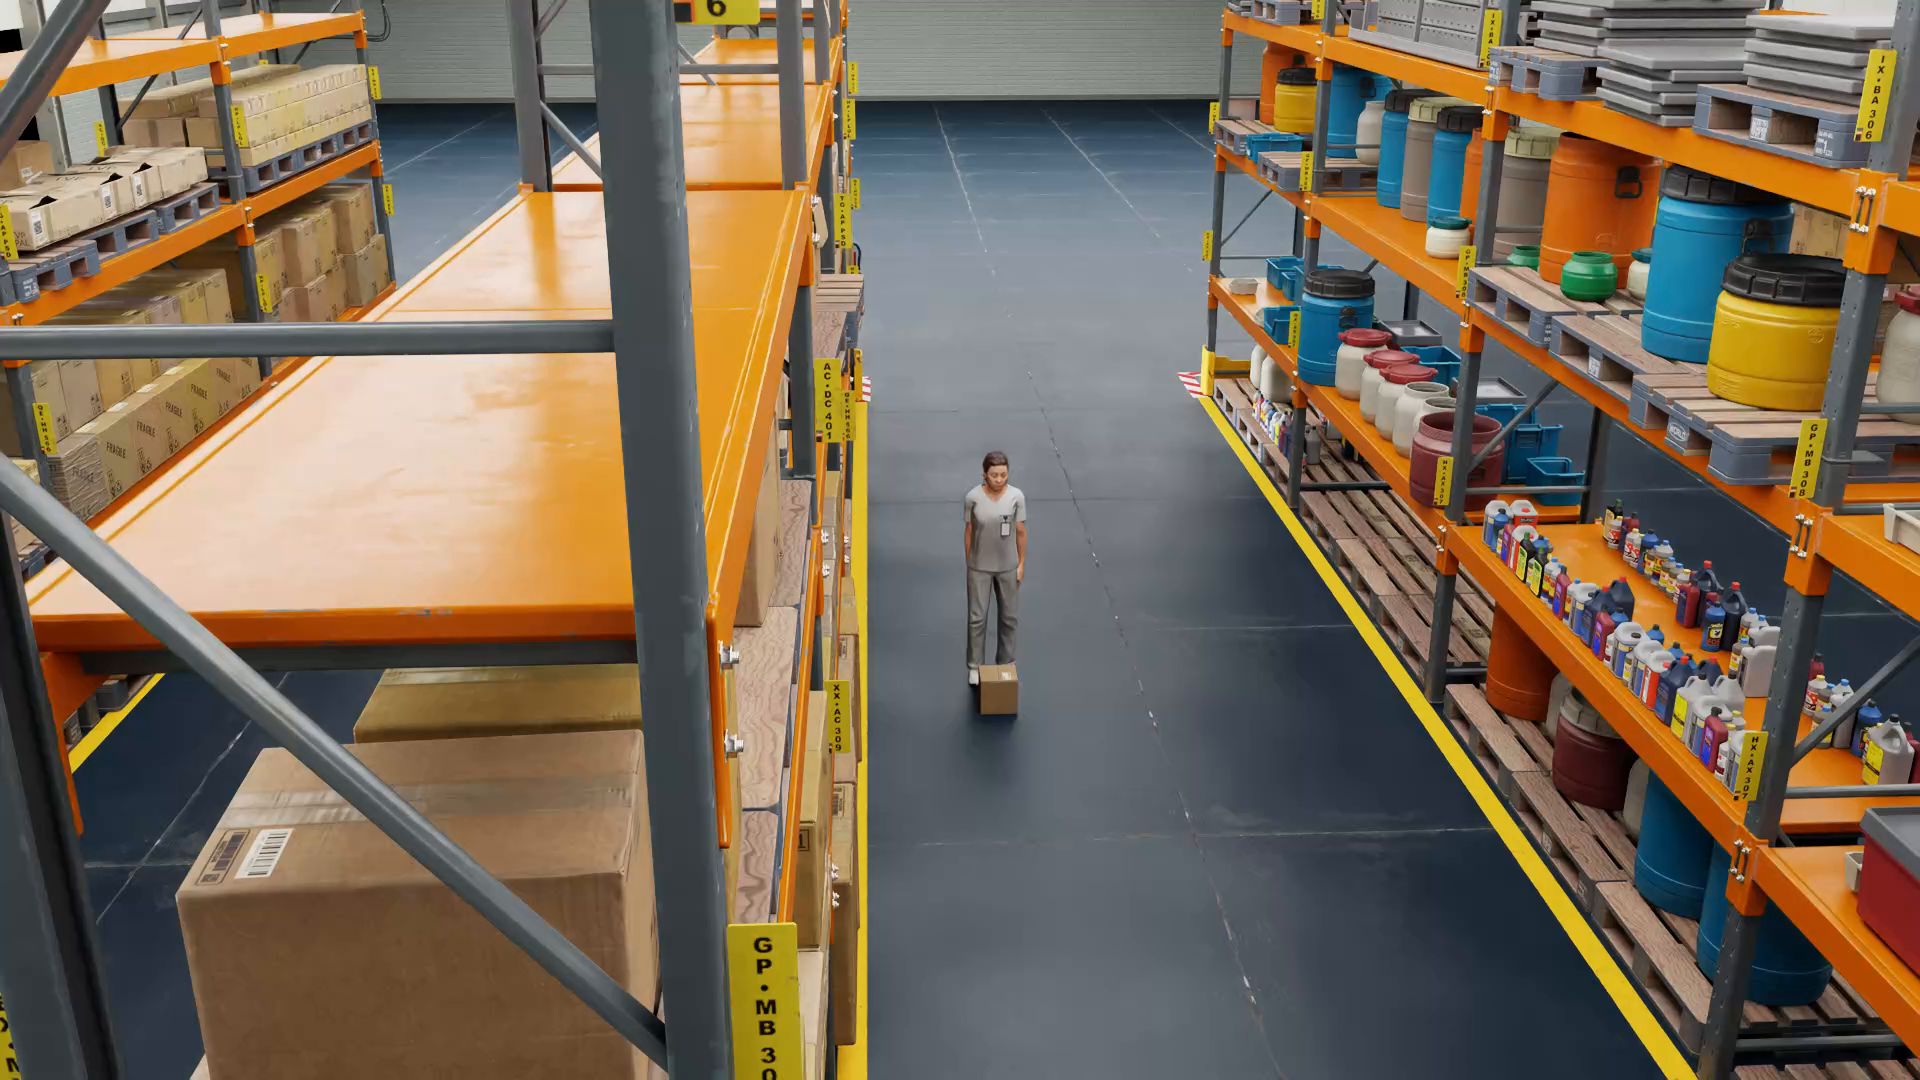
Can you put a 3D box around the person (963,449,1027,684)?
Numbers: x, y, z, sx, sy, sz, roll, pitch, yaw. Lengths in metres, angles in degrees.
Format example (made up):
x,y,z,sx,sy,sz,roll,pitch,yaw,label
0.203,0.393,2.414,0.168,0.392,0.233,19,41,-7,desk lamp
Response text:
x,y,z,sx,sy,sz,roll,pitch,yaw,label
0.240,0.179,11.435,0.439,1.673,0.365,-1,20,-2,person
